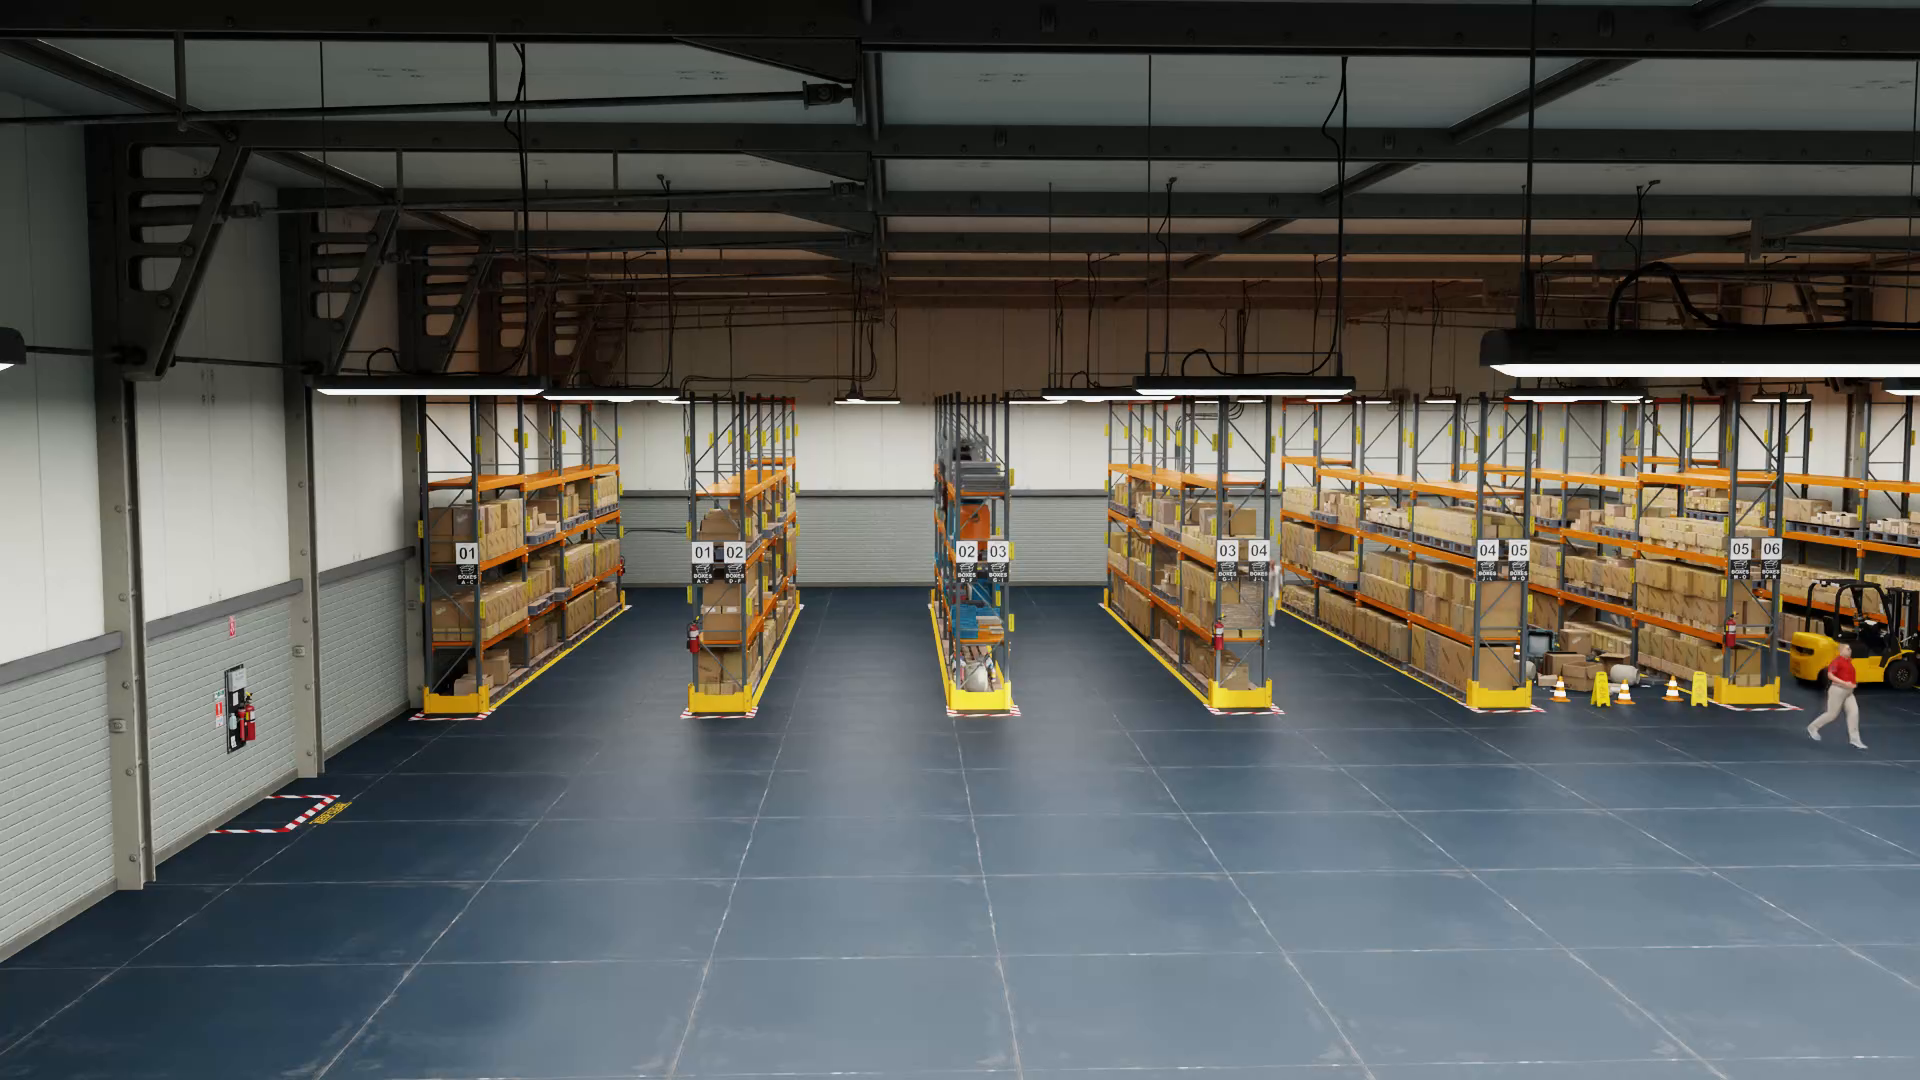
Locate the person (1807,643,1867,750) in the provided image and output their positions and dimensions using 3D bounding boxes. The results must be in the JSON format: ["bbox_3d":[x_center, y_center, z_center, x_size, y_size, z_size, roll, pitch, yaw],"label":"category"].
[{"bbox_3d":[14.908,2.608,28.104,0.703,1.732,0.994,-3,5,-33],"label":"person"}]

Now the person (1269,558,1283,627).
[{"bbox_3d":[8.160,1.342,43.725,0.734,1.773,1.069,0,5,-6],"label":"person"}]

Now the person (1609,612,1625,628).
[{"bbox_3d":[16.506,1.559,41.690,0.592,1.646,0.633,0,5,-3],"label":"person"}]
